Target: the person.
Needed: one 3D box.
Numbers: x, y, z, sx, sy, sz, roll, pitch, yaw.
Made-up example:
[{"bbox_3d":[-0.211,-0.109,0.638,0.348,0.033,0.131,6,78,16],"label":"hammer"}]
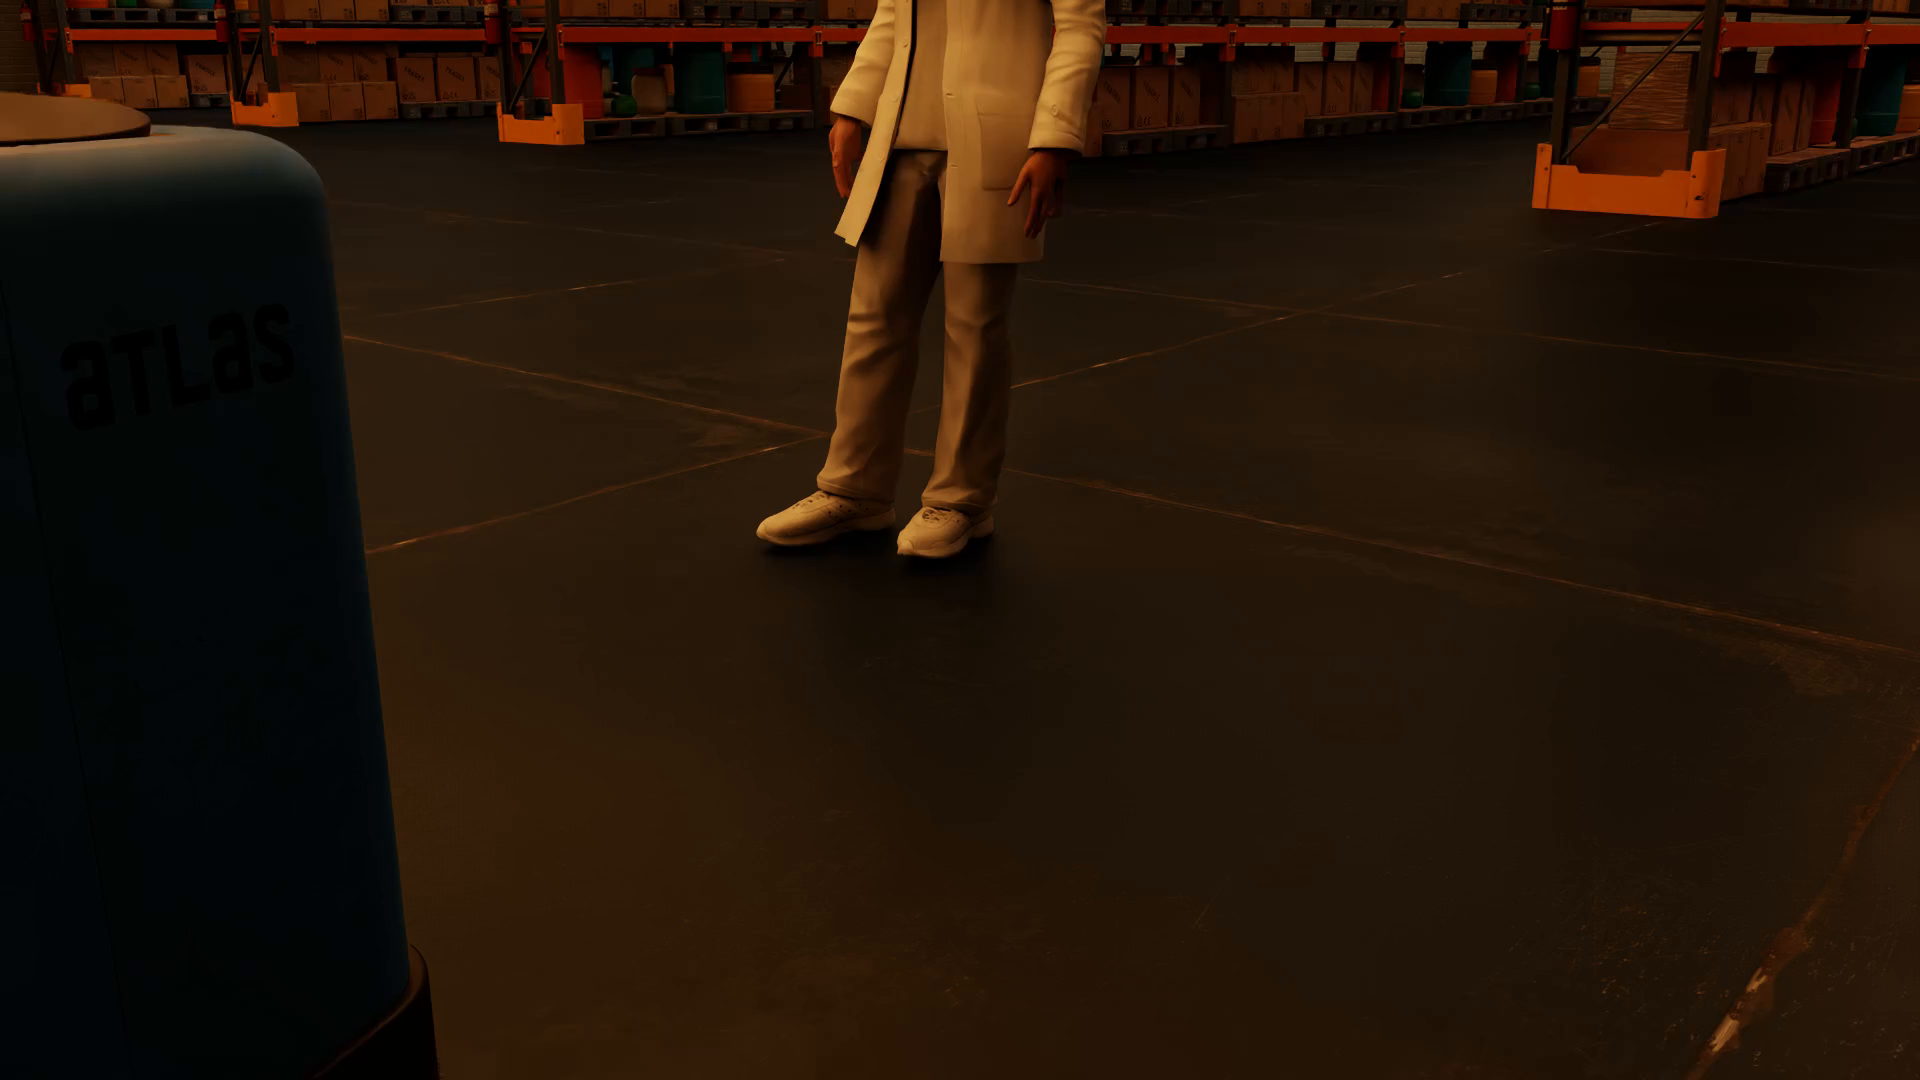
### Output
[{"bbox_3d":[-0.061,-0.838,3.618,0.696,1.776,0.581,13,21,37],"label":"person"}]
